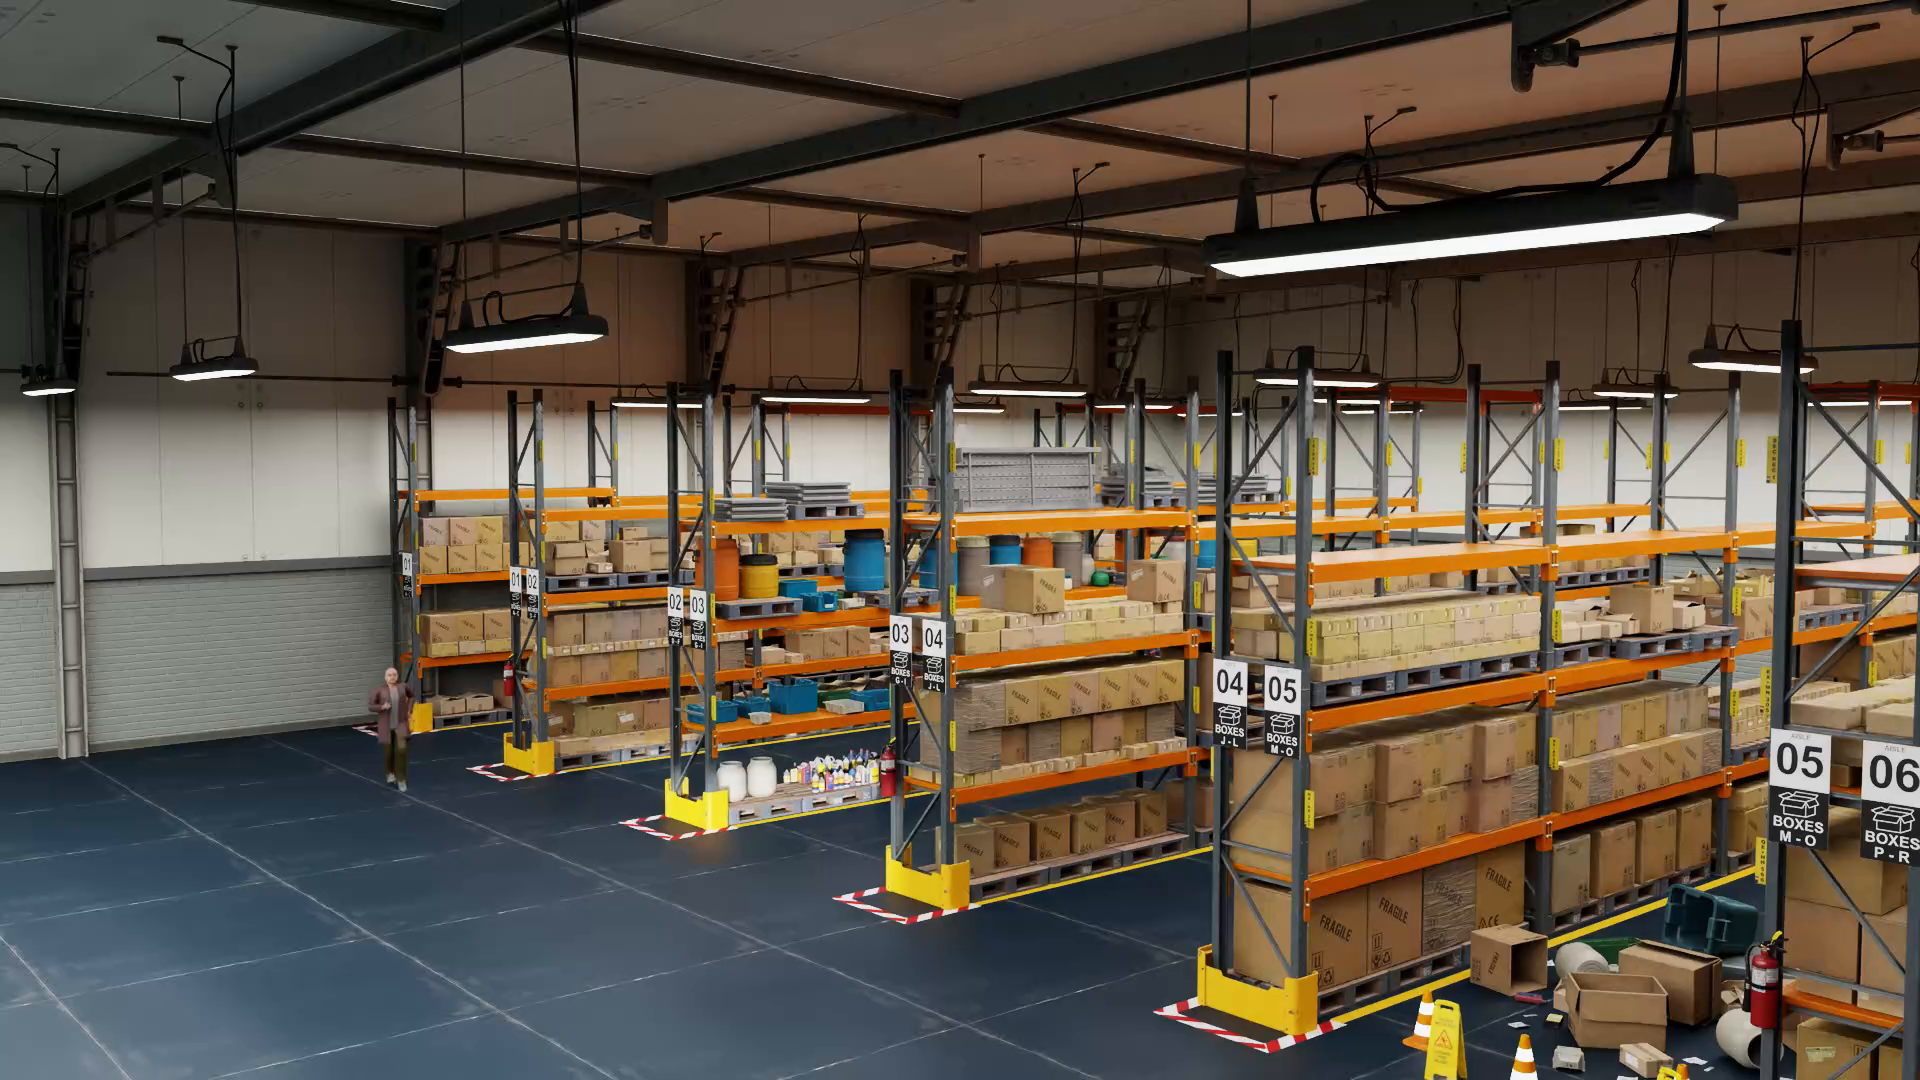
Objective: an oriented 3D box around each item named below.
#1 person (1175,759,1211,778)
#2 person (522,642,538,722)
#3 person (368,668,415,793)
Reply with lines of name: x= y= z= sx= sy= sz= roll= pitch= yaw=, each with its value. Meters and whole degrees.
person: x=3.466 y=2.955 z=24.306 sx=1.063 sy=1.638 sz=0.609 roll=-3 pitch=5 yaw=-45
person: x=-7.348 y=2.595 z=28.794 sx=0.673 sy=1.740 sz=0.634 roll=2 pitch=4 yaw=29
person: x=-8.480 y=2.819 z=24.857 sx=0.693 sy=1.840 sz=0.850 roll=-1 pitch=4 yaw=-22
